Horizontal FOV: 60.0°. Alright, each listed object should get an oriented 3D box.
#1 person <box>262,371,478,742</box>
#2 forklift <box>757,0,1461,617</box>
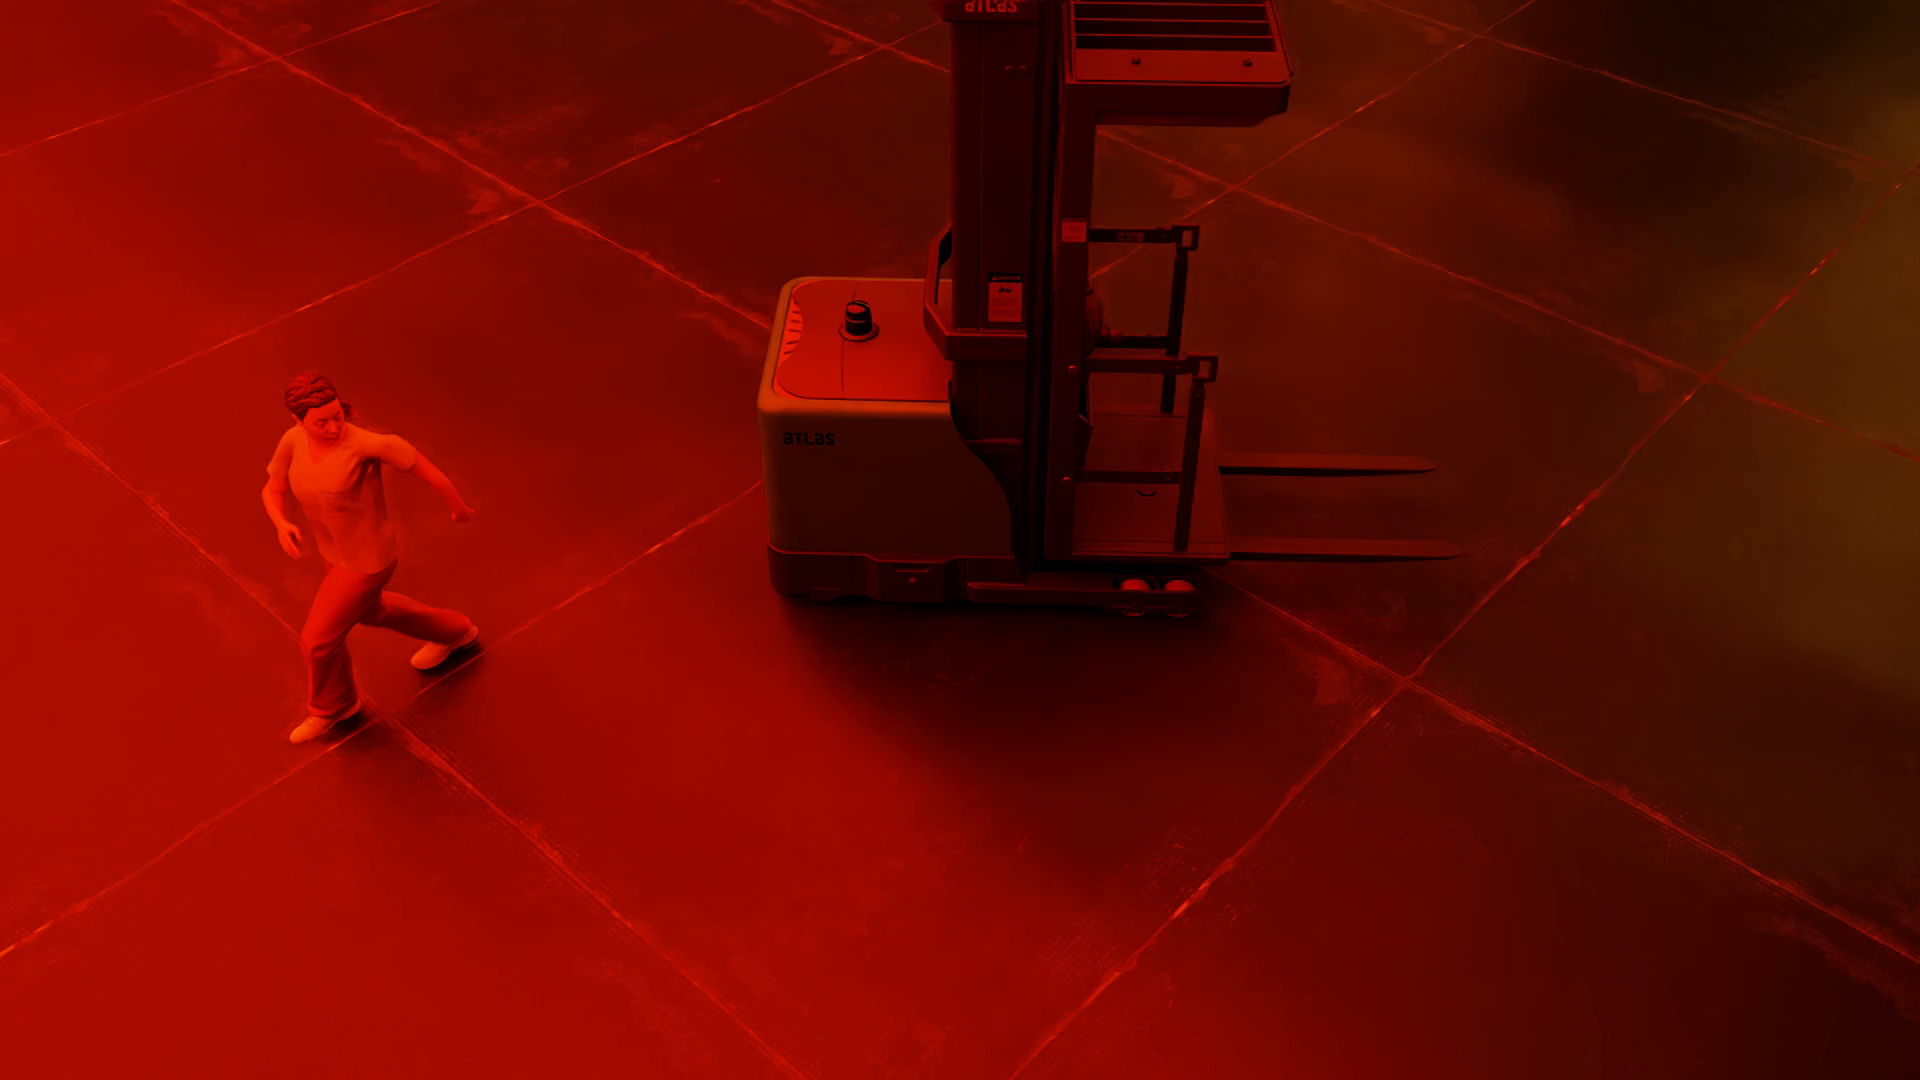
[{"bbox_3d":[-2.358,0.036,6.443,0.471,1.605,0.903,31,50,31],"label":"person"},{"bbox_3d":[0.690,-1.129,6.745,3.031,2.935,1.130,1,41,2],"label":"forklift"}]
